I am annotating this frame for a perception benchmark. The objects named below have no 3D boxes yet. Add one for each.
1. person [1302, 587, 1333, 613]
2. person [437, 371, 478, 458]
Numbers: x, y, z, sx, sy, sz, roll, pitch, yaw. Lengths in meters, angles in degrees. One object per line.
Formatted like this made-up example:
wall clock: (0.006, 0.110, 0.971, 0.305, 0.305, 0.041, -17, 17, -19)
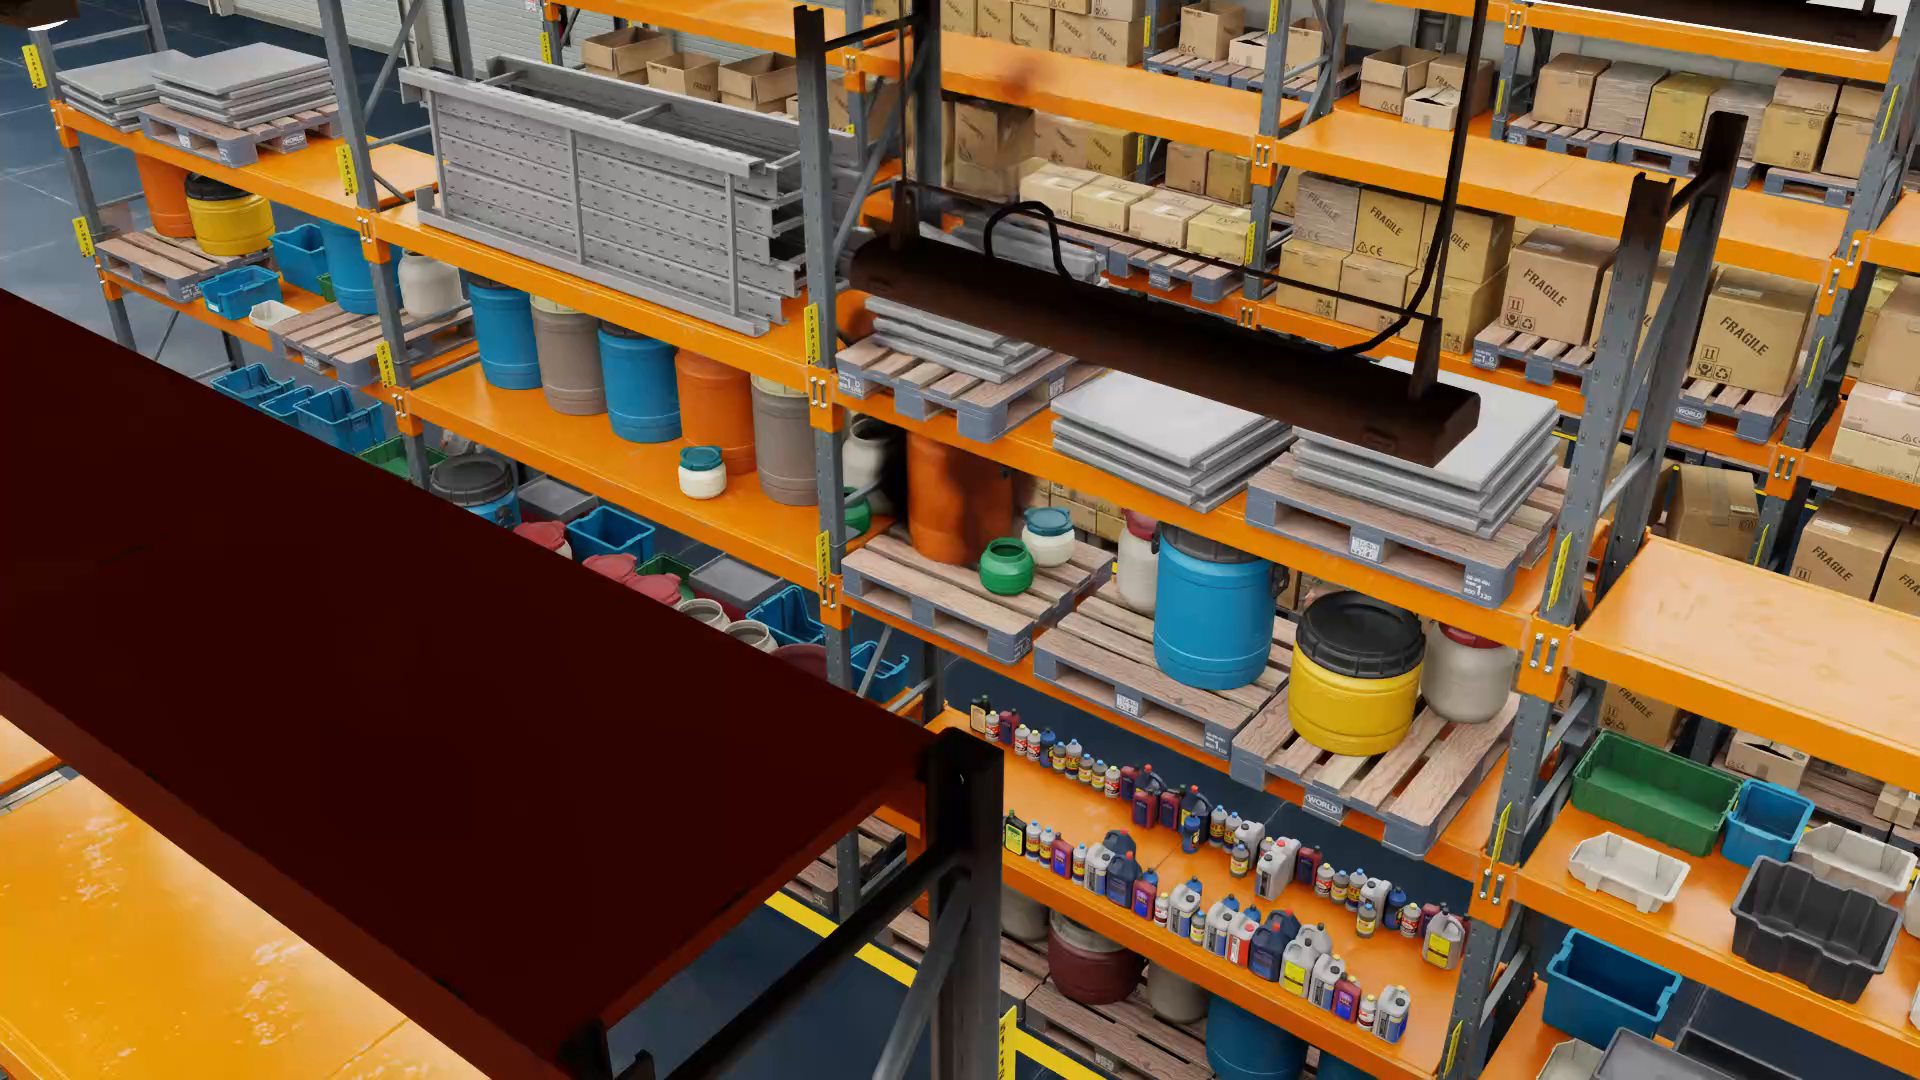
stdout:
person: (2.508, 1.090, 11.851, 0.953, 1.755, 0.678, 15, 35, 23)
person: (-4.568, -0.826, 15.106, 0.639, 1.604, 0.517, 19, 36, 28)
